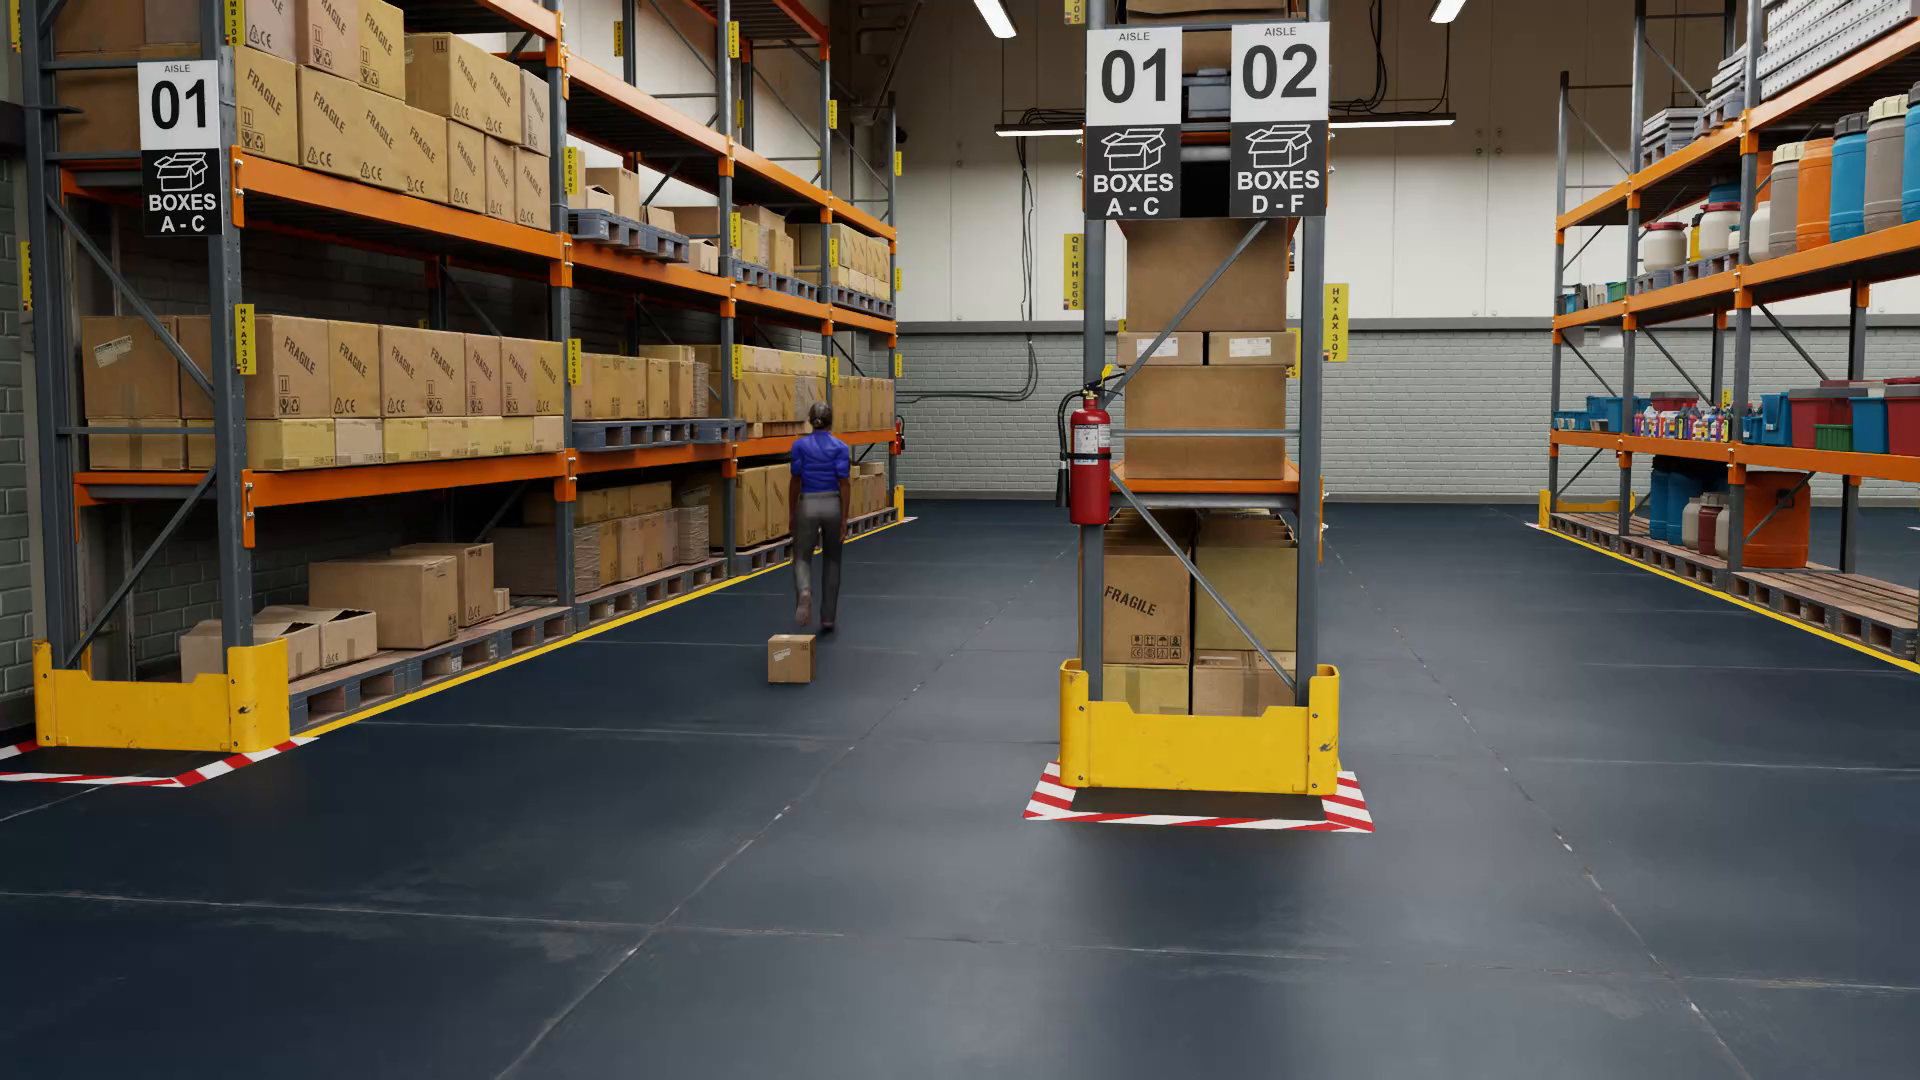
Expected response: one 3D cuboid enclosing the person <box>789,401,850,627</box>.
[{"bbox_3d":[-1.004,-0.173,11.869,0.444,1.627,0.742,0,5,-4],"label":"person"}]
